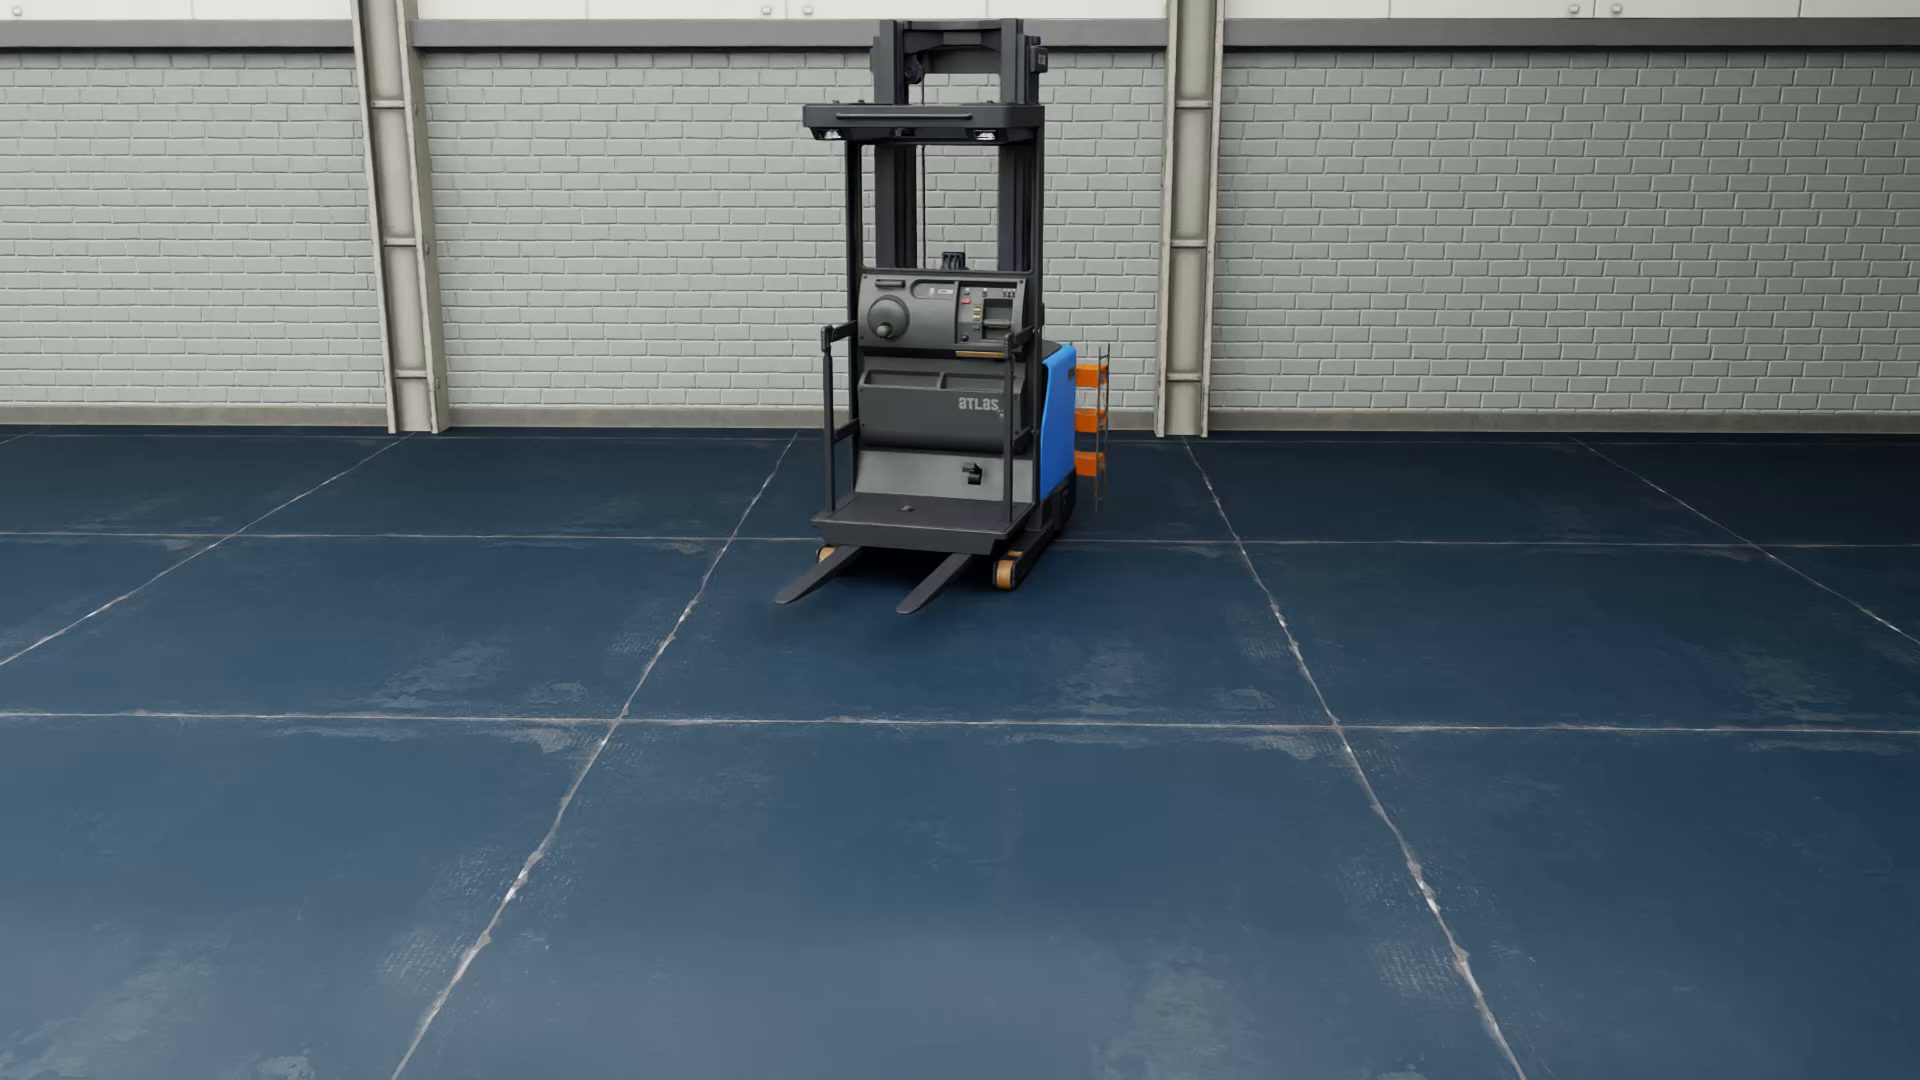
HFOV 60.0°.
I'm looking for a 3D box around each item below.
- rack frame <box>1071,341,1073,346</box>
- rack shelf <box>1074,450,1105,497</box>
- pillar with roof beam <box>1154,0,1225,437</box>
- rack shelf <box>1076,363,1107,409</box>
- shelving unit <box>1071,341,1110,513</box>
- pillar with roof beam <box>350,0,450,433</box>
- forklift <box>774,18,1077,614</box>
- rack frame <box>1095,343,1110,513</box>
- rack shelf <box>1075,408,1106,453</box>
[{"bbox_3d":[0.669,-0.723,10.524,0.008,1.050,0.200,6,16,21],"label":"rack frame"},{"bbox_3d":[0.782,-0.433,10.553,0.240,0.259,0.215,6,16,21],"label":"rack shelf"},{"bbox_3d":[1.615,-4.090,7.701,0.400,9.000,9.100,0,15,1],"label":"pillar with roof beam"},{"bbox_3d":[0.782,-0.976,10.409,0.240,0.259,0.215,6,16,21],"label":"rack shelf"},{"bbox_3d":[0.782,-0.712,10.479,0.252,1.050,0.215,6,16,21],"label":"shelving unit"},{"bbox_3d":[-4.383,-4.129,7.849,0.400,9.000,9.100,0,15,1],"label":"pillar with roof beam"},{"bbox_3d":[-0.157,-1.259,8.865,1.130,2.935,3.031,4,15,15],"label":"forklift"},{"bbox_3d":[0.895,-0.700,10.434,0.008,1.050,0.200,6,16,21],"label":"rack frame"},{"bbox_3d":[0.782,-0.701,10.482,0.240,0.259,0.215,6,16,21],"label":"rack shelf"}]
